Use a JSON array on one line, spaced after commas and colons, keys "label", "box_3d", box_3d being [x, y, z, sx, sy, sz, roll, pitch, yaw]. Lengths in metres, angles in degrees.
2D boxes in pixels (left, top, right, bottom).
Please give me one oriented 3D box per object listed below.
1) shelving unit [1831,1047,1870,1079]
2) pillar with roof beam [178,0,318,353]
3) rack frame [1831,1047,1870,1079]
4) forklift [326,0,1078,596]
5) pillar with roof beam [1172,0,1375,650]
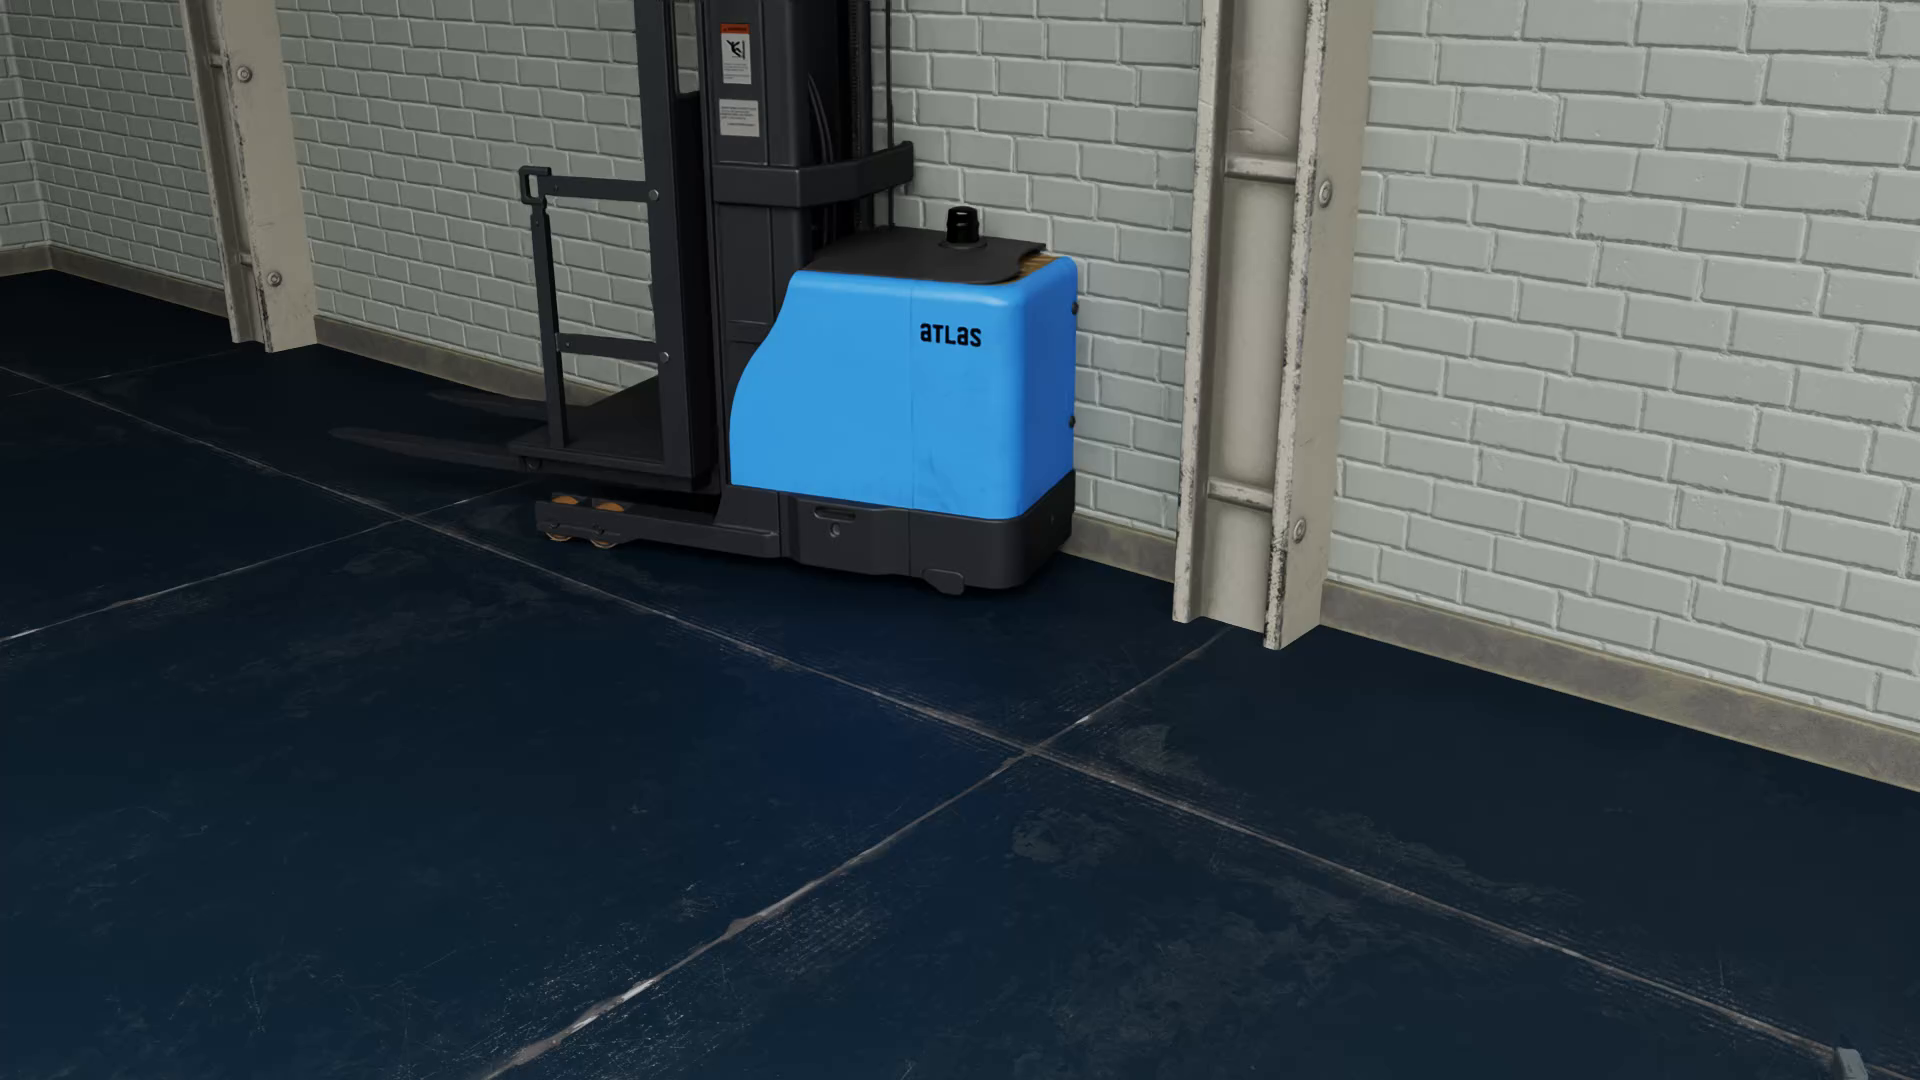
[{"label": "shelving unit", "box_3d": [1.655, 1.309, 1.824, 1.083, 0.587, 1.500, 5, 22, 13]}, {"label": "pillar with roof beam", "box_3d": [-6.424, -4.110, 4.312, 0.400, 9.000, 9.100, 16, 26, 36]}, {"label": "rack frame", "box_3d": [1.170, 1.267, 1.935, 0.032, 0.500, 1.500, 5, 22, 13]}, {"label": "forklift", "box_3d": [-1.024, -1.502, 5.997, 3.031, 2.935, 1.130, 8, 22, 21]}, {"label": "pillar with roof beam", "box_3d": [-1.776, -2.771, 0.763, 0.400, 9.000, 9.100, 16, 26, 36]}]
